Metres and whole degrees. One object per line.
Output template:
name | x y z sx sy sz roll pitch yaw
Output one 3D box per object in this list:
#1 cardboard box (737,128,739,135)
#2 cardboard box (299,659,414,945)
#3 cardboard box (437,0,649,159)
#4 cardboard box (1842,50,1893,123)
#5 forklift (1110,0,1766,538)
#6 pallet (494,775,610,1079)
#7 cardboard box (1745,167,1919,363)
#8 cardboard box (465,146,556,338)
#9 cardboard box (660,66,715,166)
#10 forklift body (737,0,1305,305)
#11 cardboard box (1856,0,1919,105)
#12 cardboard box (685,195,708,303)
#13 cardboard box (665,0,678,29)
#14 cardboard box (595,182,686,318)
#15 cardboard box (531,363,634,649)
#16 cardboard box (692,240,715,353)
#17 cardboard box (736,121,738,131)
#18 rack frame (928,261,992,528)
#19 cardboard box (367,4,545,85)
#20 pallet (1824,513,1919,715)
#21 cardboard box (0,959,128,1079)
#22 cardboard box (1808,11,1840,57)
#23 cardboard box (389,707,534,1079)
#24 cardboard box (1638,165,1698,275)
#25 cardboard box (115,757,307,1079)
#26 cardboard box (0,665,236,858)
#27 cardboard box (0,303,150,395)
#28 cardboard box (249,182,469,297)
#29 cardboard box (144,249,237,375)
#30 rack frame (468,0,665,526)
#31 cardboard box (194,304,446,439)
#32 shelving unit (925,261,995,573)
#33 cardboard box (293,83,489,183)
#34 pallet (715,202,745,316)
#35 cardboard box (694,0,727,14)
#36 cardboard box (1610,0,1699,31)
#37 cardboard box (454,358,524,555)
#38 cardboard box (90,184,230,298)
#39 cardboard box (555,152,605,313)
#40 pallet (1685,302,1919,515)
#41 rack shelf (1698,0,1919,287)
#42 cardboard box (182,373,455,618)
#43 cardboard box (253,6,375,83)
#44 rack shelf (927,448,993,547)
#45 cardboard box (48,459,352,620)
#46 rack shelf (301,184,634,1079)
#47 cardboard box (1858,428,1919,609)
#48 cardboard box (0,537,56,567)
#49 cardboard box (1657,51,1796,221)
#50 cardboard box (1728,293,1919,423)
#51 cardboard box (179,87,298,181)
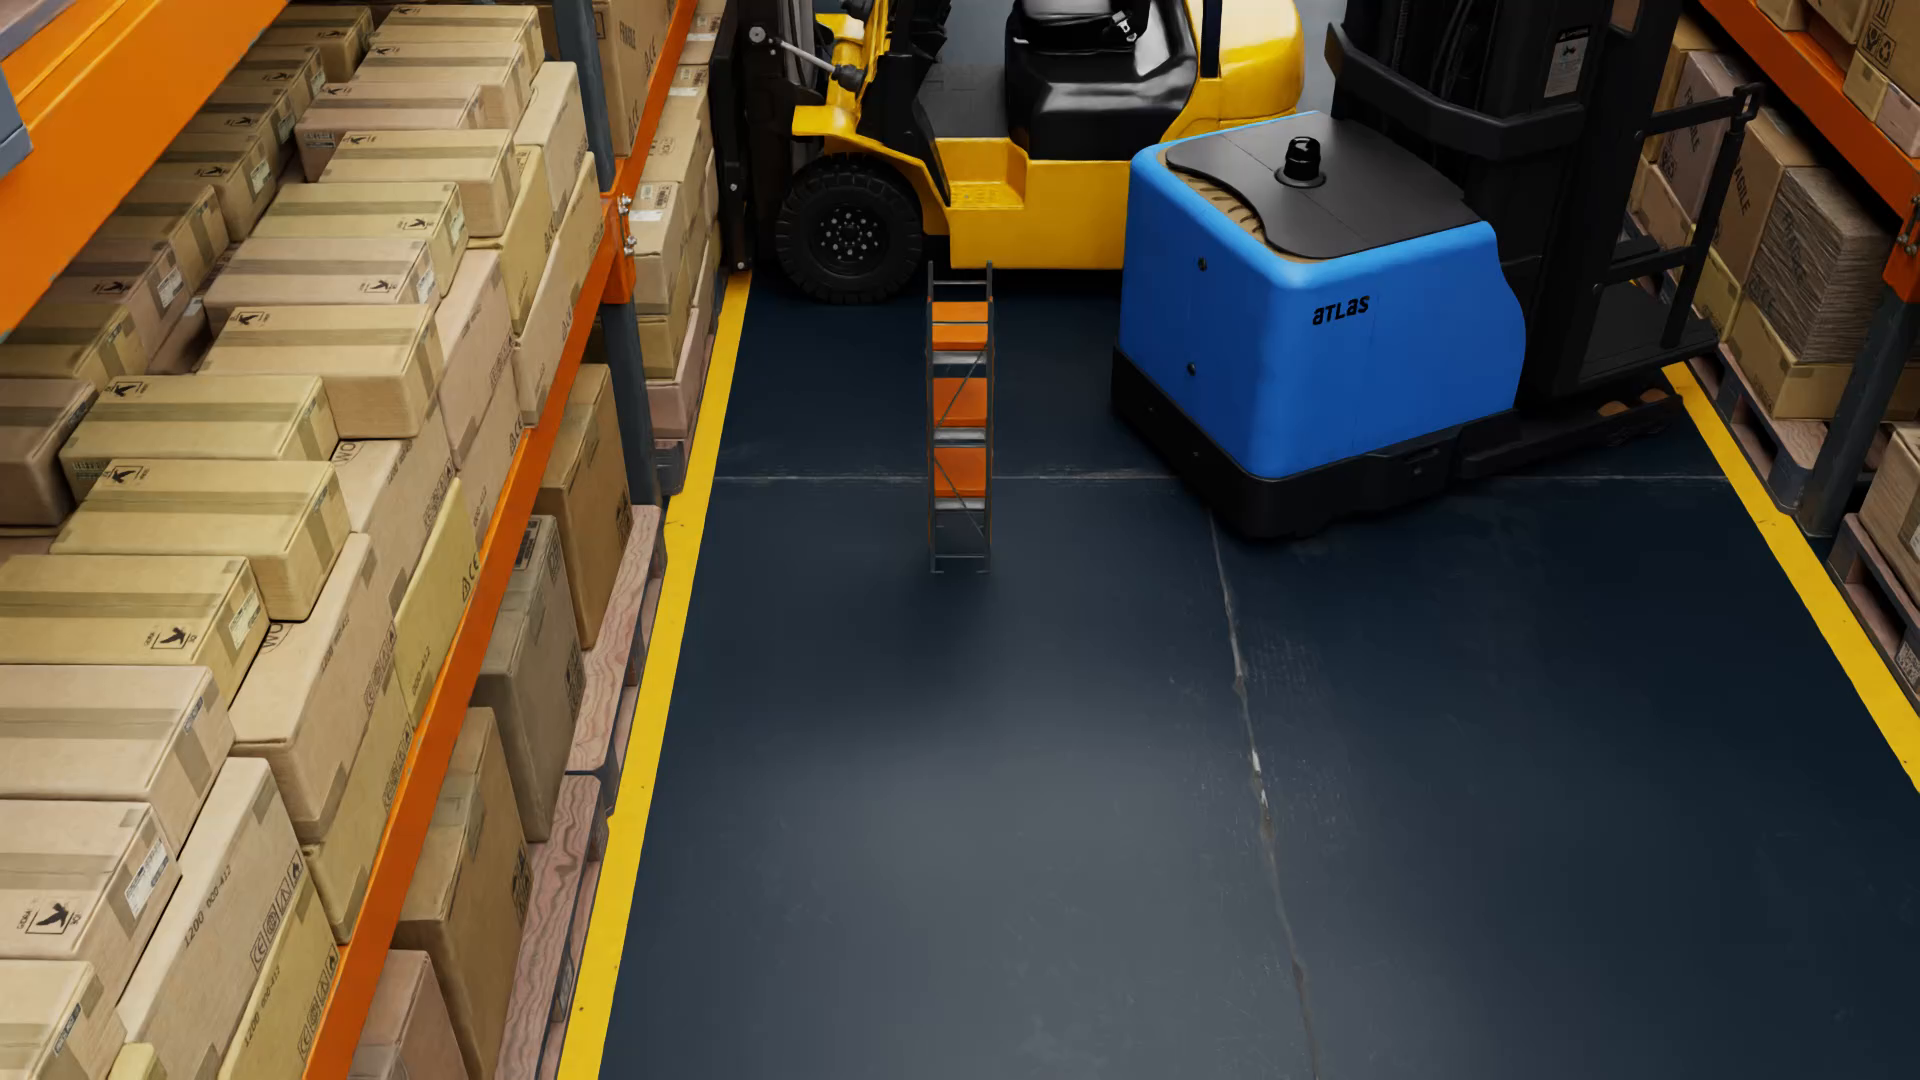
cardboard box | -1.217 -1.556 7.156 0.500 0.250 0.500 1 39 1
cardboard box | -1.290 0.440 2.922 0.500 0.250 0.500 -1 39 -2
cardboard box | -1.274 -1.522 5.171 0.500 0.500 0.500 -1 39 -1
cardboard box | 3.116 -1.470 5.387 0.380 0.149 0.250 1 39 1
forklift | 2.129 -1.774 5.620 3.031 2.935 1.130 -16 42 -20
pallet | -1.491 1.108 4.199 1.003 0.211 1.213 0 39 0
cardboard box | 3.160 -0.965 5.819 0.500 0.500 0.500 -1 39 -1
cardboard box | -1.271 -0.714 3.962 0.500 0.250 0.500 -1 39 -1
cardboard box | -1.224 -1.620 6.437 0.500 0.250 0.500 1 39 1
forklift body | 0.287 -2.191 6.765 2.313 2.155 1.214 0 39 0
cardboard box | 3.179 -1.644 5.085 0.500 0.500 0.500 -1 39 -1
cardboard box | -1.229 -1.109 6.199 0.500 0.250 0.500 0 39 0
cardboard box | -1.293 -2.165 5.973 0.500 0.500 0.500 0 39 0
cardboard box | -1.222 -0.989 5.649 0.500 0.250 0.500 -1 39 -1
cardboard box | -1.523 -0.117 5.060 0.875 0.625 0.625 2 39 2
cardboard box | -1.221 -0.917 6.358 0.500 0.250 0.500 -1 39 -1
cardboard box | -1.218 -1.740 6.985 0.500 0.250 0.500 0 39 0
rack frame | 0.000 -0.453 5.475 0.200 1.050 0.008 0 39 0
cardboard box | -1.313 -1.284 4.355 0.380 0.149 0.250 1 39 2
pallet | 3.431 0.363 5.128 1.003 0.211 1.213 0 39 0
cardboard box | -1.238 0.637 1.958 0.380 0.149 0.250 1 39 1
cardboard box | 3.208 -1.789 5.785 0.380 0.149 0.250 -1 39 -1
cardboard box | -1.527 0.839 3.868 0.875 0.625 0.625 -2 39 -2
cardboard box | 3.153 -1.323 6.865 0.500 0.250 0.500 1 39 1
cardboard box | -1.286 0.568 2.362 0.500 0.250 0.500 1 39 1
cardboard box | -1.277 0.313 2.362 0.380 0.149 0.250 0 39 0
cardboard box | -1.794 -0.324 3.157 0.380 0.149 0.250 0 39 0
cardboard box | -1.276 -0.642 3.553 0.380 0.149 0.250 -1 39 -1
cardboard box | -1.811 -0.389 3.557 0.500 0.250 0.500 -1 39 -1
rack frame | -1.535 -1.206 4.856 1.000 3.000 0.127 0 39 0
cardboard box | -1.204 -0.320 3.151 0.380 0.149 0.250 -1 39 -1
shelving unit | 0.000 -0.376 5.380 0.215 1.050 0.252 0 39 0
cardboard box | -1.347 -0.970 3.963 0.380 0.149 0.250 0 39 0
pallet | -1.498 -1.380 7.303 1.003 0.211 1.213 0 39 0
cardboard box | -1.210 -2.266 7.242 0.500 0.250 0.500 0 39 1
cardboard box | 3.154 -2.250 7.422 0.500 0.500 0.500 -1 39 -2
cardboard box | -1.297 -0.207 3.730 0.500 0.250 0.500 0 39 0
cardboard box | -1.806 -0.638 3.549 0.380 0.149 0.250 0 39 0
cardboard box | -1.273 -0.832 4.510 0.500 0.250 0.500 1 39 1
pallet | 3.393 -0.543 6.259 1.003 0.211 1.213 0 39 0
rack shelf | 3.426 -2.182 6.649 1.077 0.370 4.000 0 39 0
cardboard box | -1.294 -0.078 3.169 0.500 0.250 0.500 0 39 1
cardboard box | -1.749 -1.278 4.347 0.380 0.149 0.250 -1 39 -1
rack shelf | 0.000 -0.151 5.560 0.215 0.259 0.240 0 39 0
cardboard box | -1.248 -0.003 2.756 0.380 0.149 0.250 1 39 1
rack shelf | -1.533 0.326 3.520 1.077 0.370 4.000 0 39 0
cardboard box | 3.432 -0.022 5.144 0.950 0.372 0.625 0 39 1
cardboard box | -1.809 0.245 2.765 0.500 0.250 0.500 0 39 0
cardboard box | 3.156 -1.602 6.614 0.500 0.500 0.500 2 39 2
cardboard box | 3.159 -0.672 6.053 0.500 0.250 0.500 2 39 2
cardboard box | -1.802 -0.954 3.943 0.380 0.149 0.250 0 39 0
